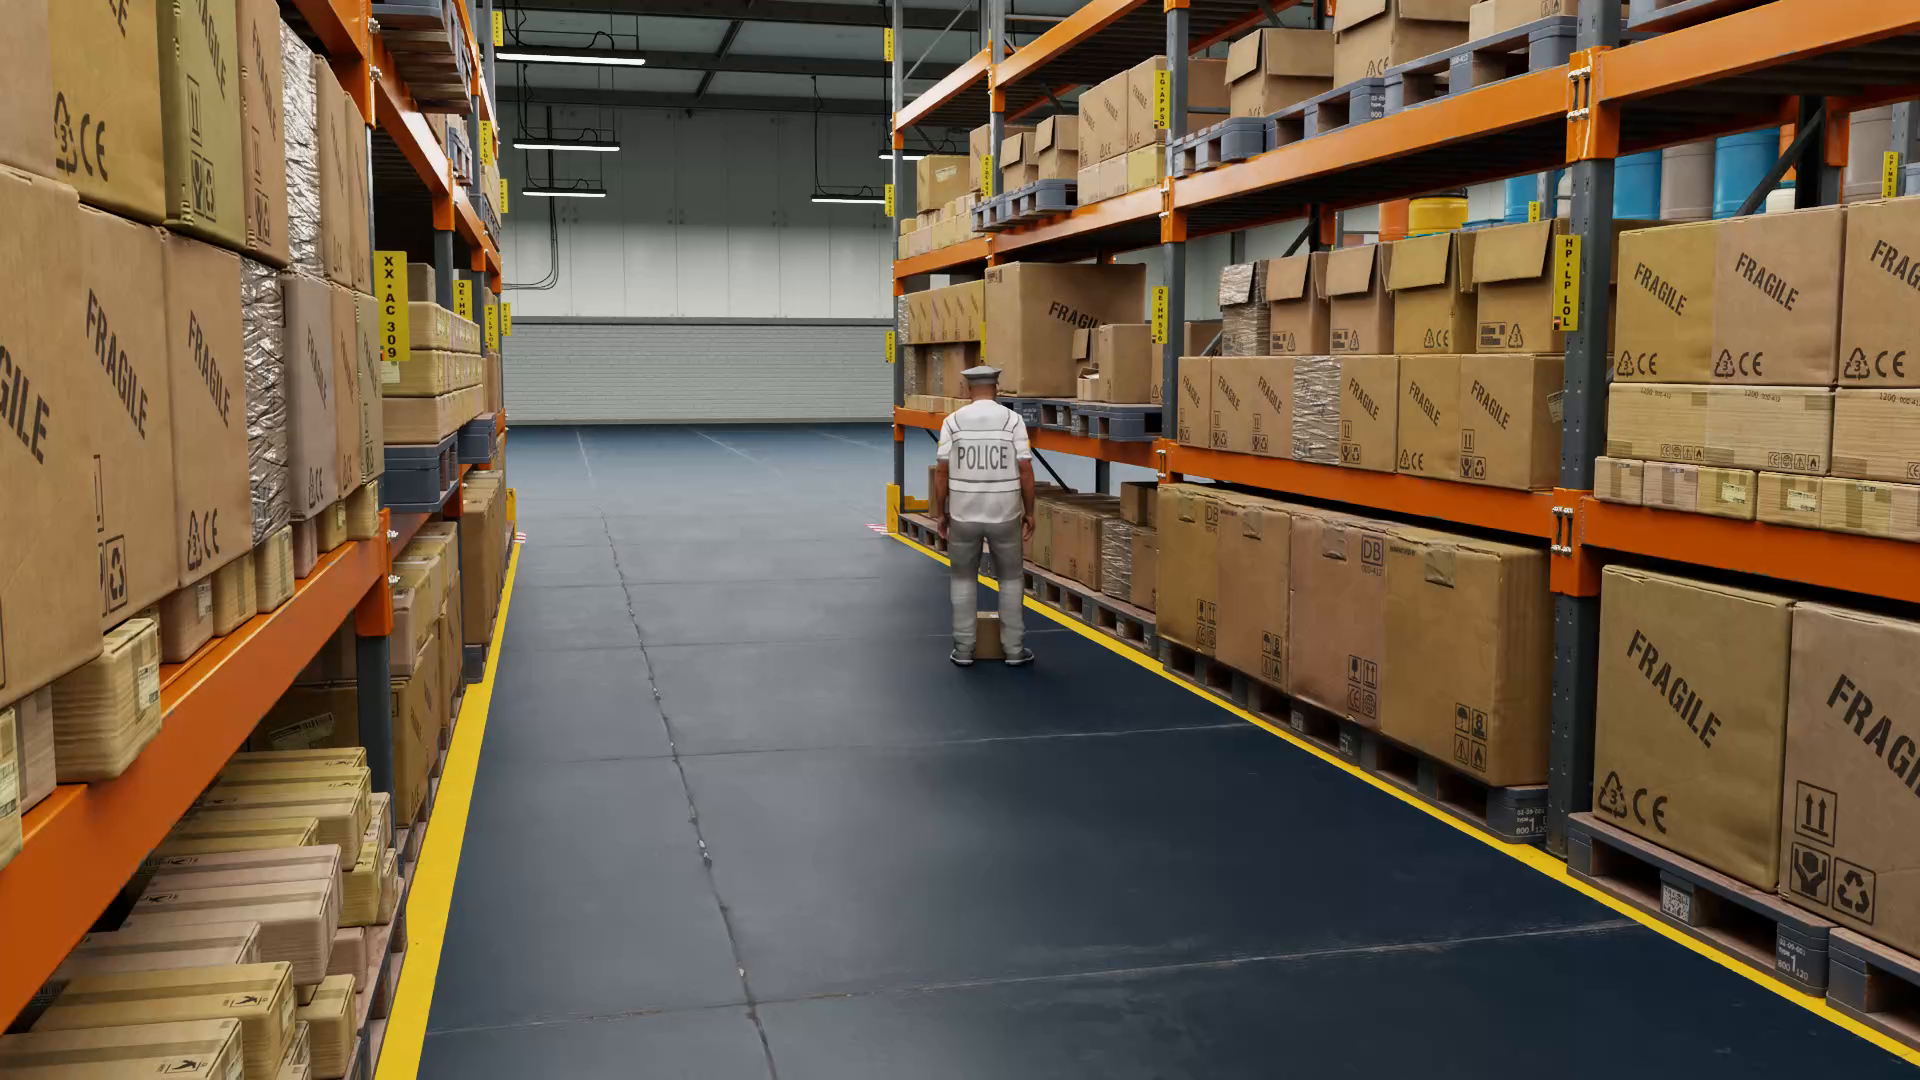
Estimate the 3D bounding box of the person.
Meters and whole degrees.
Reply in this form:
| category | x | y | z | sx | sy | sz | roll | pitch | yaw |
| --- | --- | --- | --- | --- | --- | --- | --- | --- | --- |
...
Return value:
| category | x | y | z | sx | sy | sz | roll | pitch | yaw |
| --- | --- | --- | --- | --- | --- | --- | --- | --- | --- |
| person | 0.148 | -0.140 | 9.729 | 0.585 | 1.747 | 0.439 | 0 | 6 | 4 |
